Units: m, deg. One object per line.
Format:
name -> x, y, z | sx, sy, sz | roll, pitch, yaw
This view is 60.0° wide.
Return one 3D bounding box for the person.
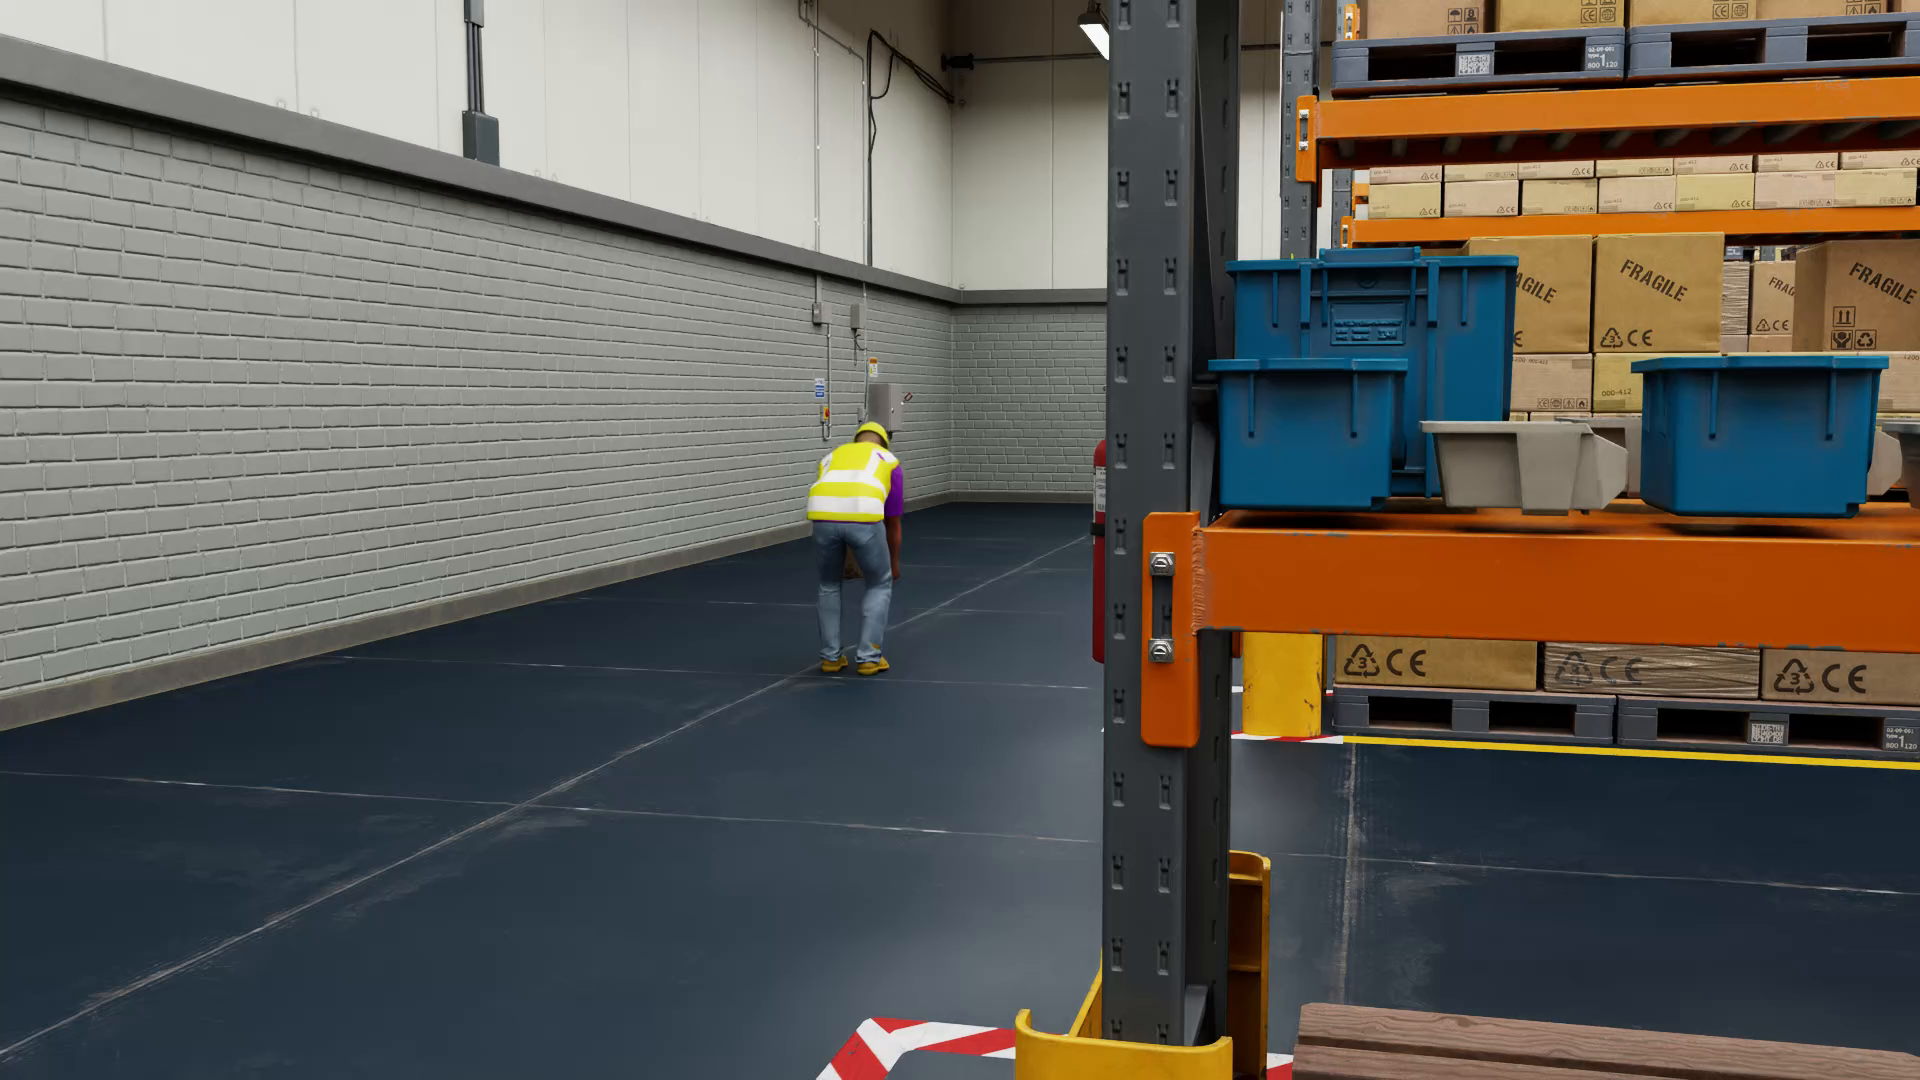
person -> -0.582, 0.026, 9.394 | 0.490, 1.376, 0.897 | 1, 5, 12
